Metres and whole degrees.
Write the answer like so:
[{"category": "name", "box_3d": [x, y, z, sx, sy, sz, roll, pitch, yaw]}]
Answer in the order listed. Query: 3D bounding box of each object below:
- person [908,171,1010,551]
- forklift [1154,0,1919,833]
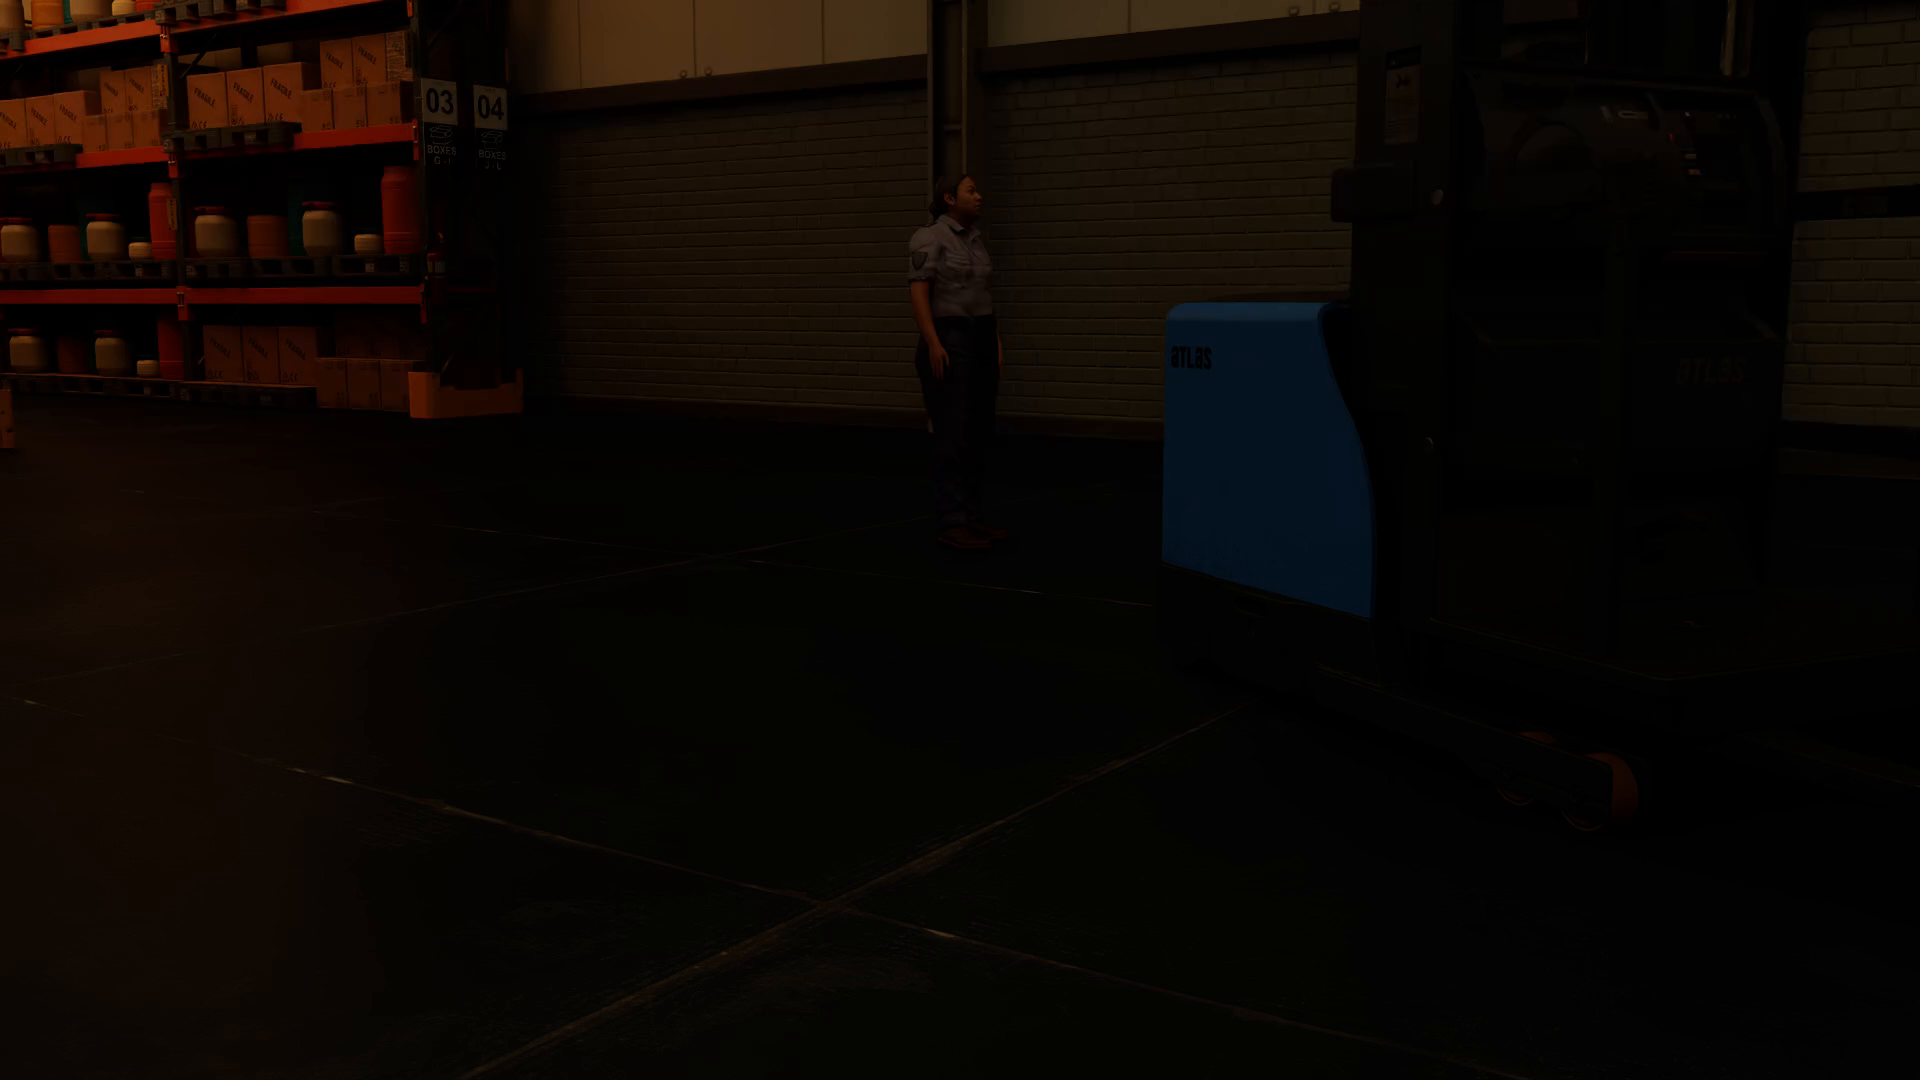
[{"category": "person", "box_3d": [0.062, -0.814, 7.419, 0.503, 1.650, 0.599, 5, 10, 34]}, {"category": "forklift", "box_3d": [1.647, -0.921, 3.671, 1.130, 2.935, 3.031, -4, 9, -24]}]
